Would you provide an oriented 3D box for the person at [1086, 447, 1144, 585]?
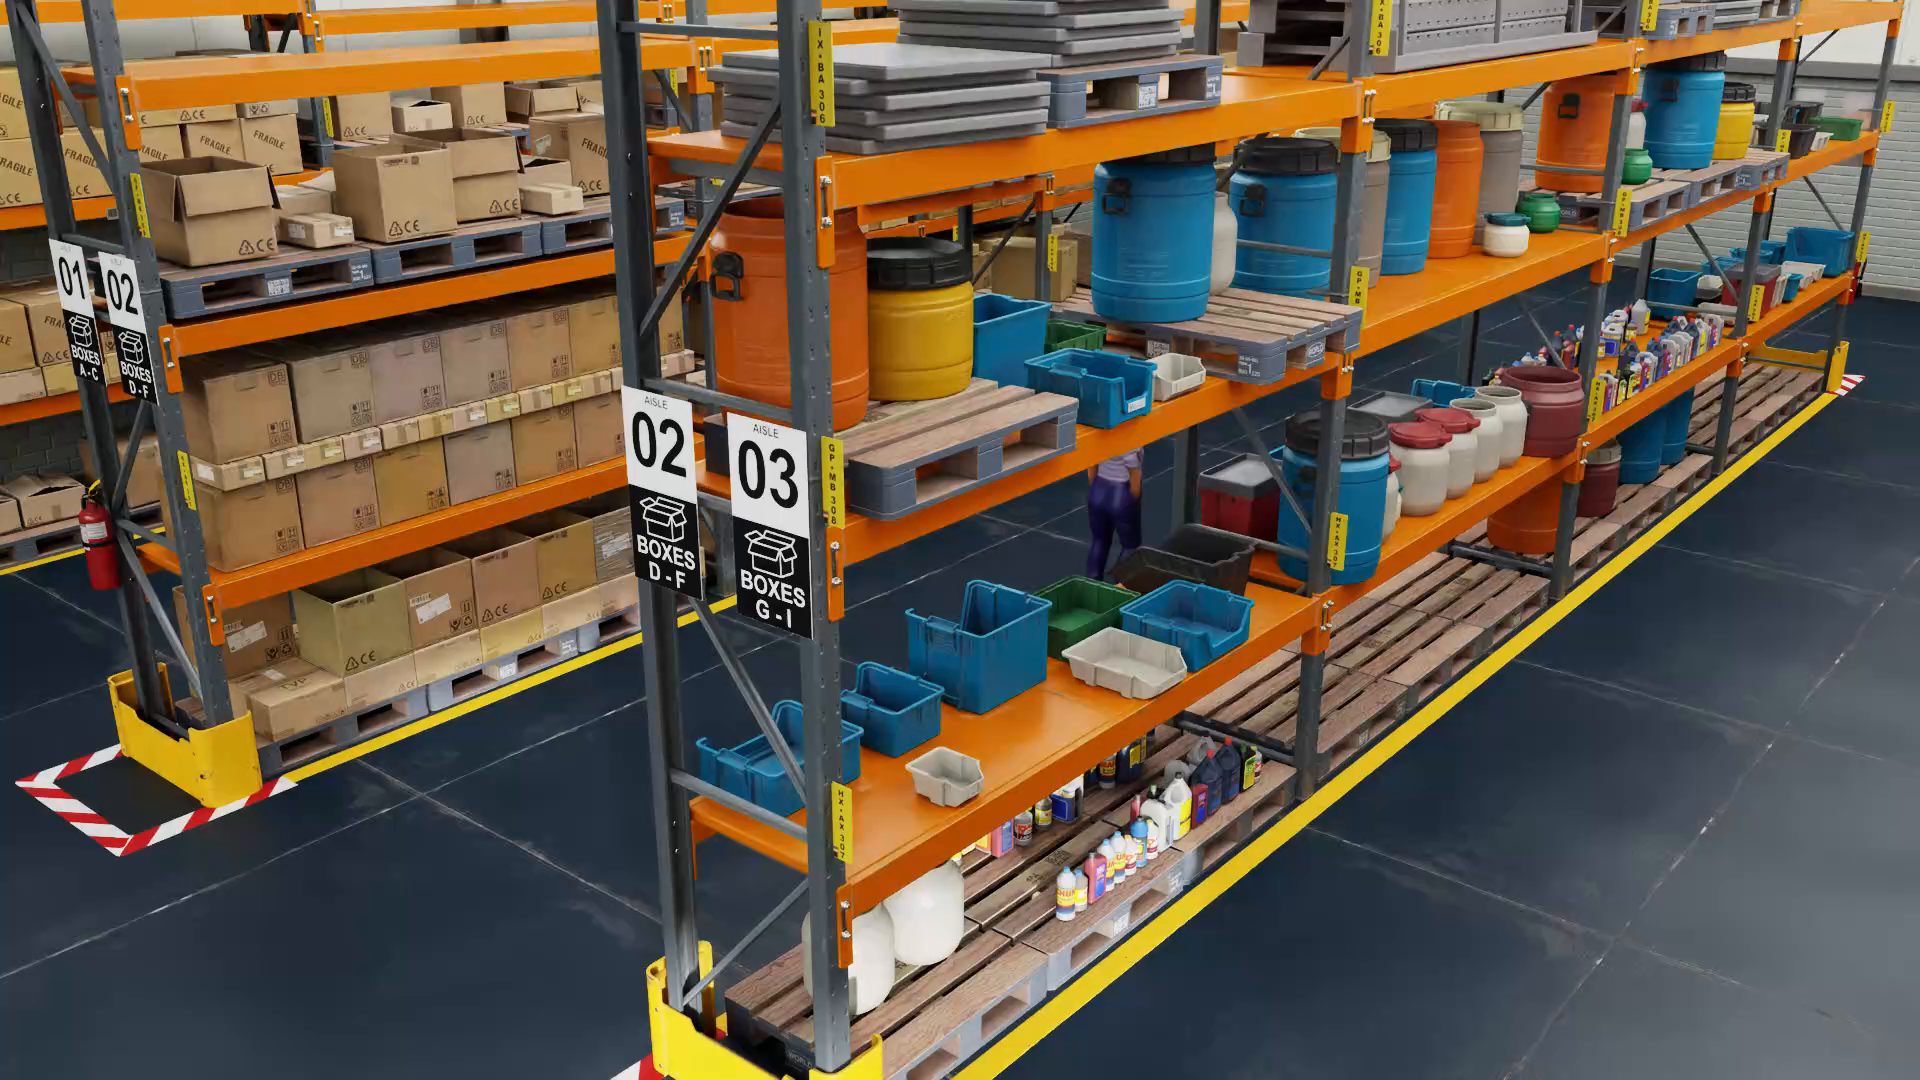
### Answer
[{"bbox_3d":[1.139,-0.289,12.408,0.478,1.637,0.337,17,26,37],"label":"person"}]
